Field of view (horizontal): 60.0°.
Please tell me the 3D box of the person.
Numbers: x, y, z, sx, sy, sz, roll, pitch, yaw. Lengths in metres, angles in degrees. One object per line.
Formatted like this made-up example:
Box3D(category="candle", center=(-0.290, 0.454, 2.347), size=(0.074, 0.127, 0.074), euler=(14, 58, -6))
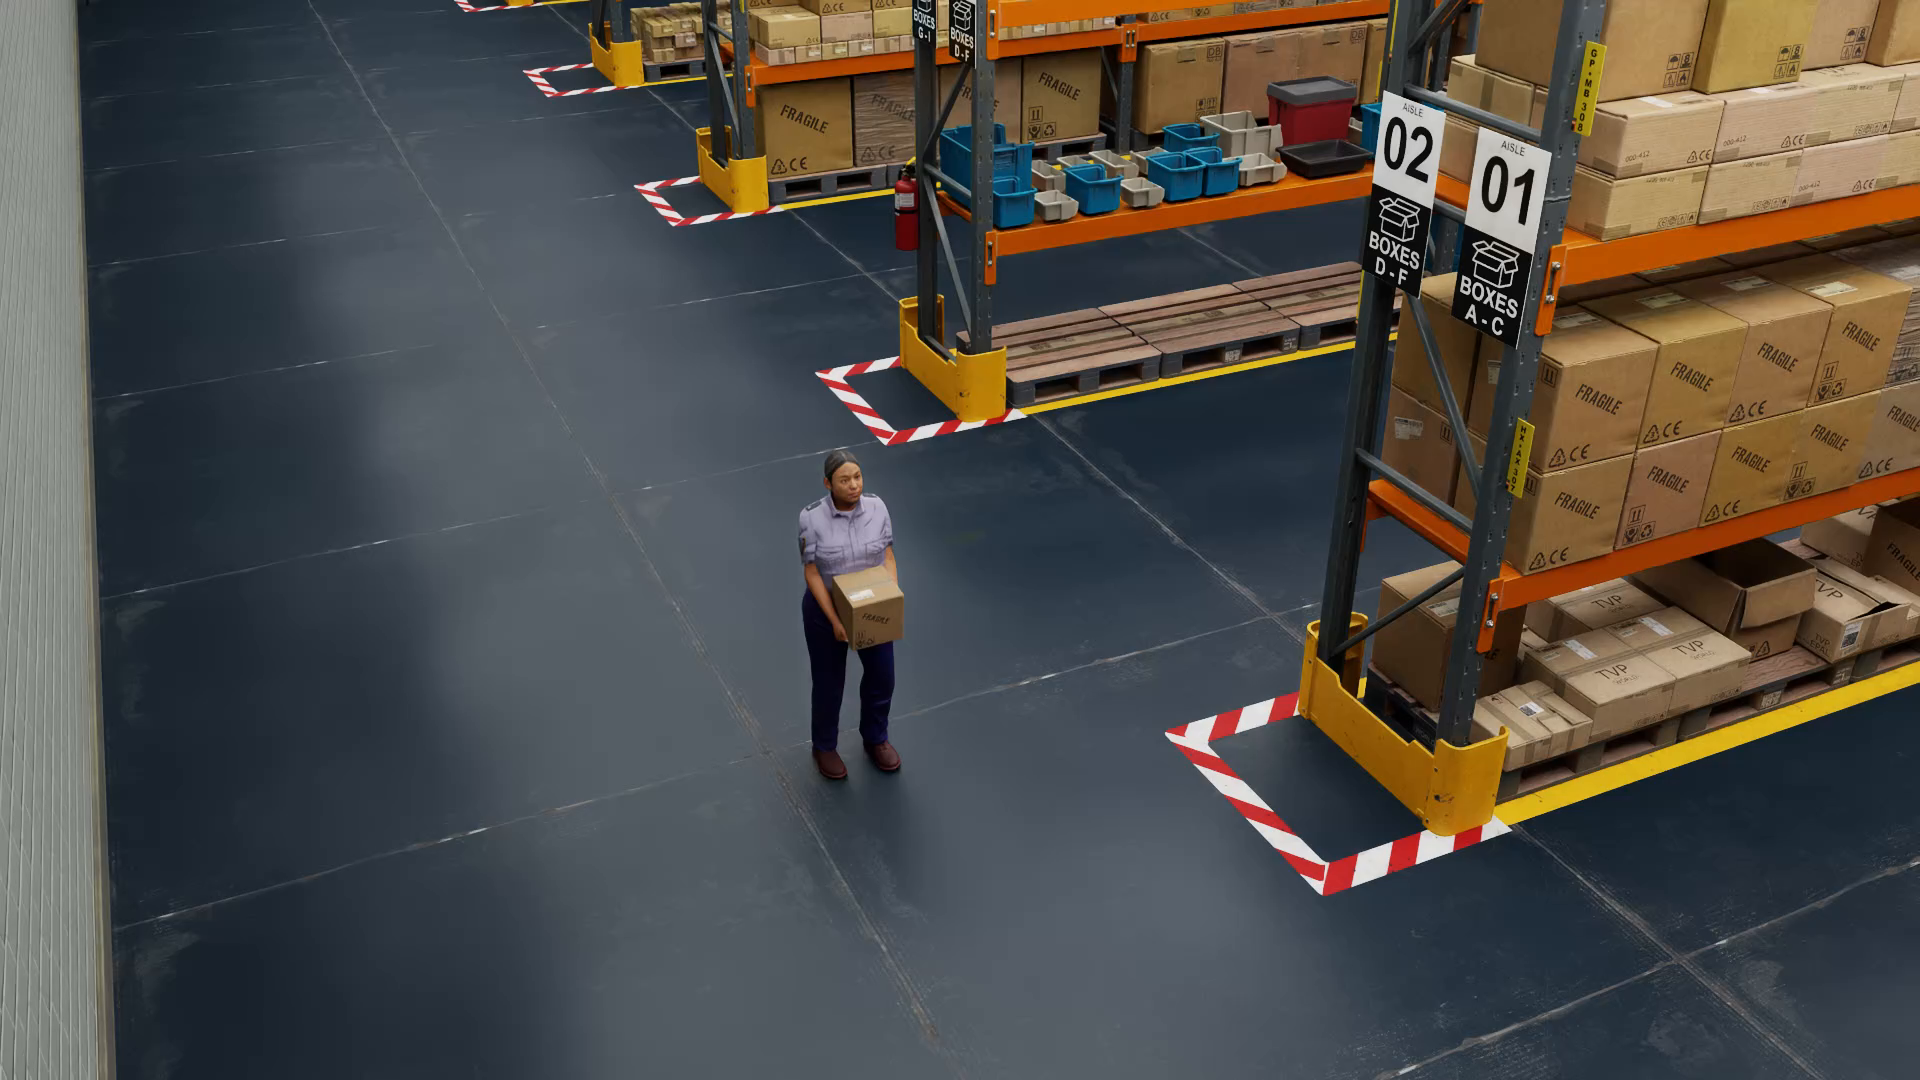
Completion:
Box3D(category="person", center=(-0.490, 0.378, 7.805), size=(0.452, 1.634, 0.516), euler=(-13, 32, -22))
